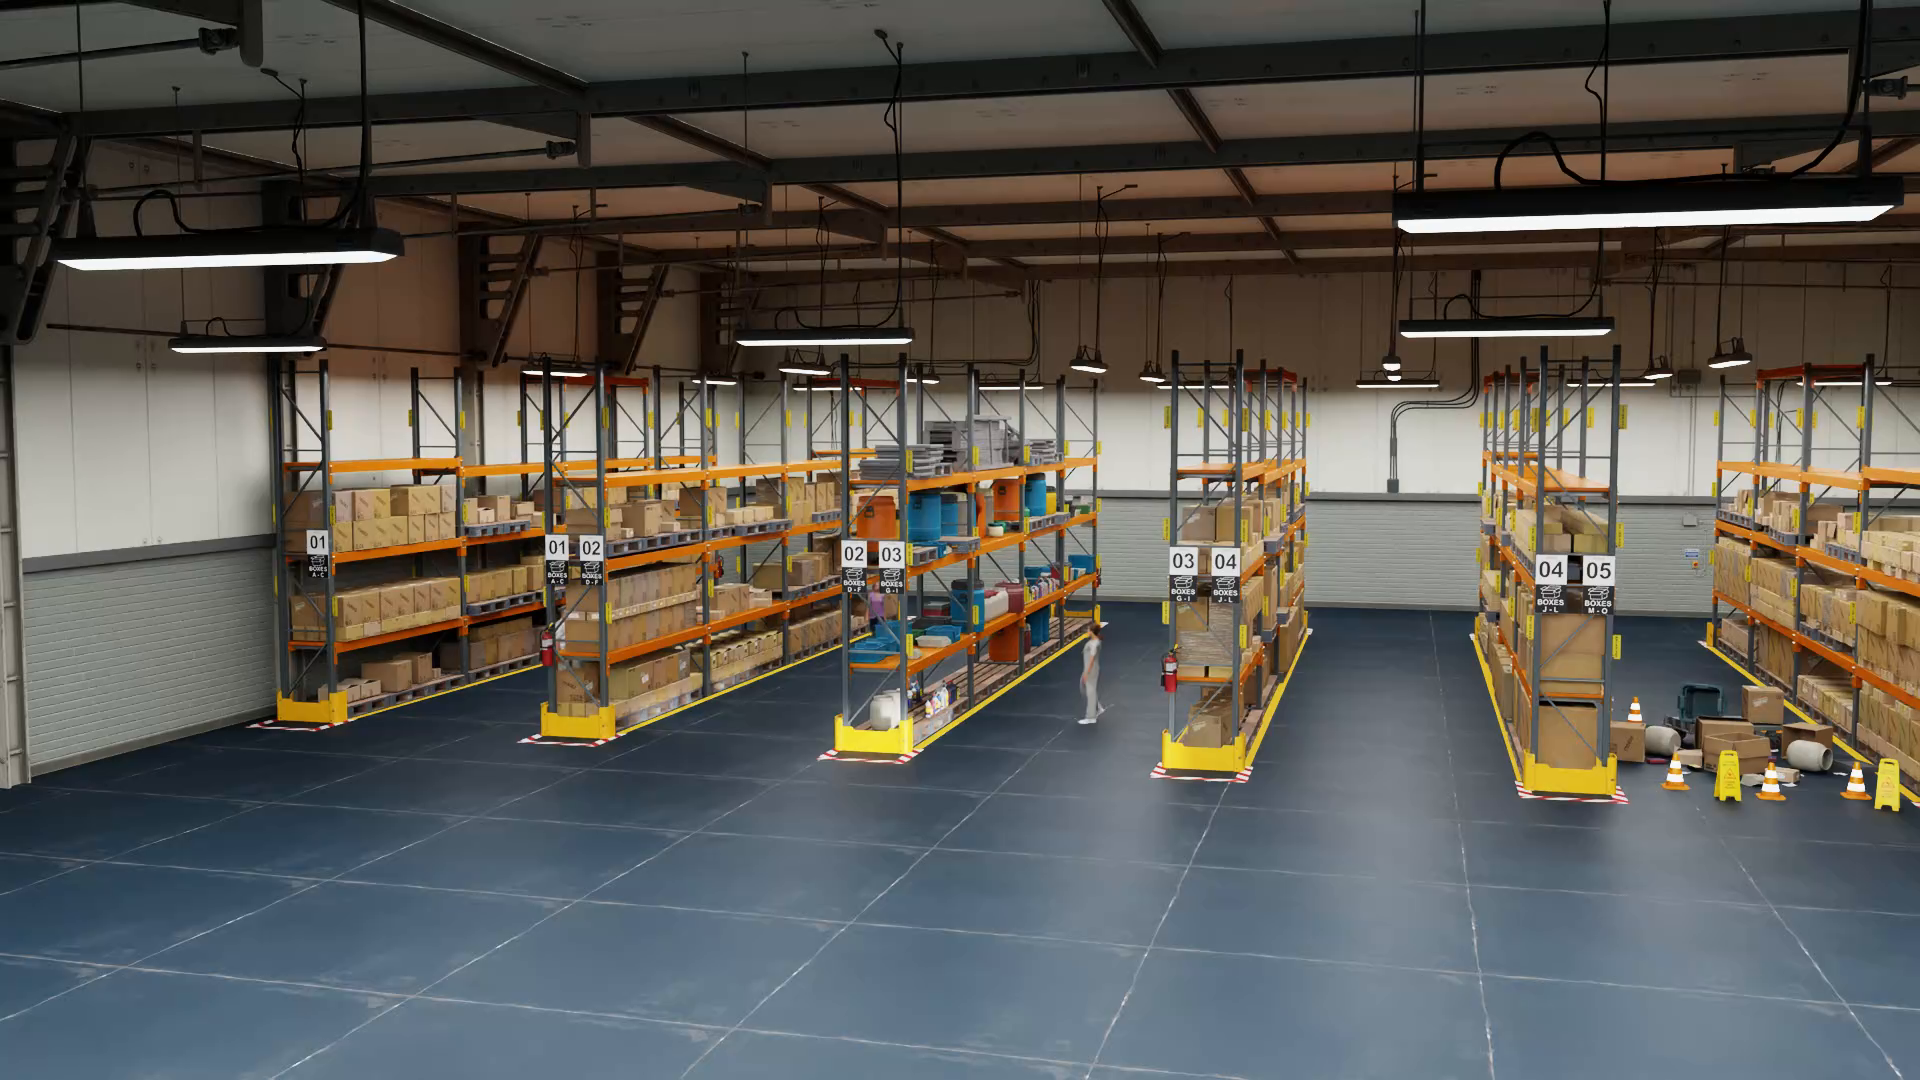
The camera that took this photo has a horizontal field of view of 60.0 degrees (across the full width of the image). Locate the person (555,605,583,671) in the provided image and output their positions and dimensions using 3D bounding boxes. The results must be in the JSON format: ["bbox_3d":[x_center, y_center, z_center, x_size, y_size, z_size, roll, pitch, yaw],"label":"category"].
[{"bbox_3d":[-6.914,2.060,29.429,0.441,1.859,0.614,3,5,38],"label":"person"}]

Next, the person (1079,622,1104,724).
[{"bbox_3d":[2.179,2.185,27.529,0.459,1.667,0.543,0,4,-3],"label":"person"}]

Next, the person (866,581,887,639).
[{"bbox_3d":[-1.789,1.656,35.652,0.419,1.551,0.823,1,4,15],"label":"person"}]
